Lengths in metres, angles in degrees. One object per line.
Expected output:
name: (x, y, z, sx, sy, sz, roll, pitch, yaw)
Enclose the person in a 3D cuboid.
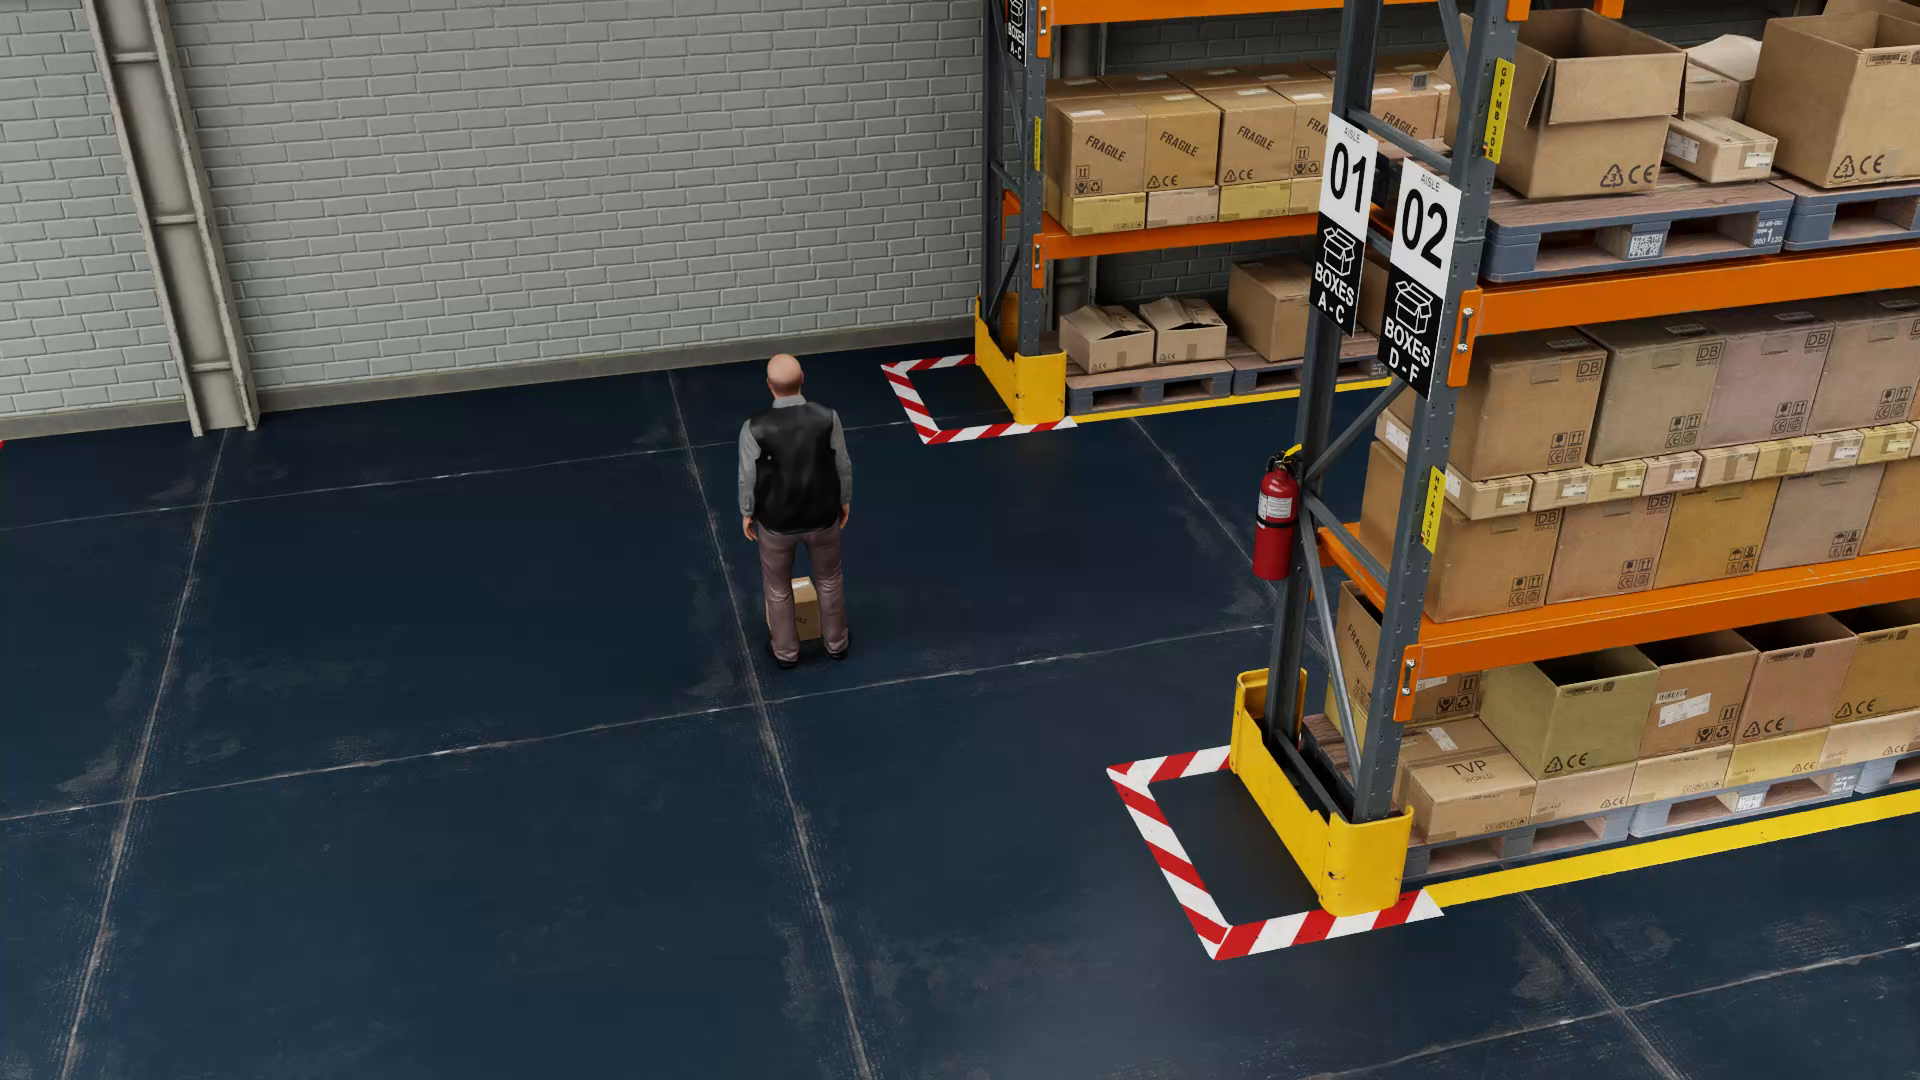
person: (-0.827, -0.119, 8.469, 0.580, 1.721, 0.415, -8, 31, -13)
